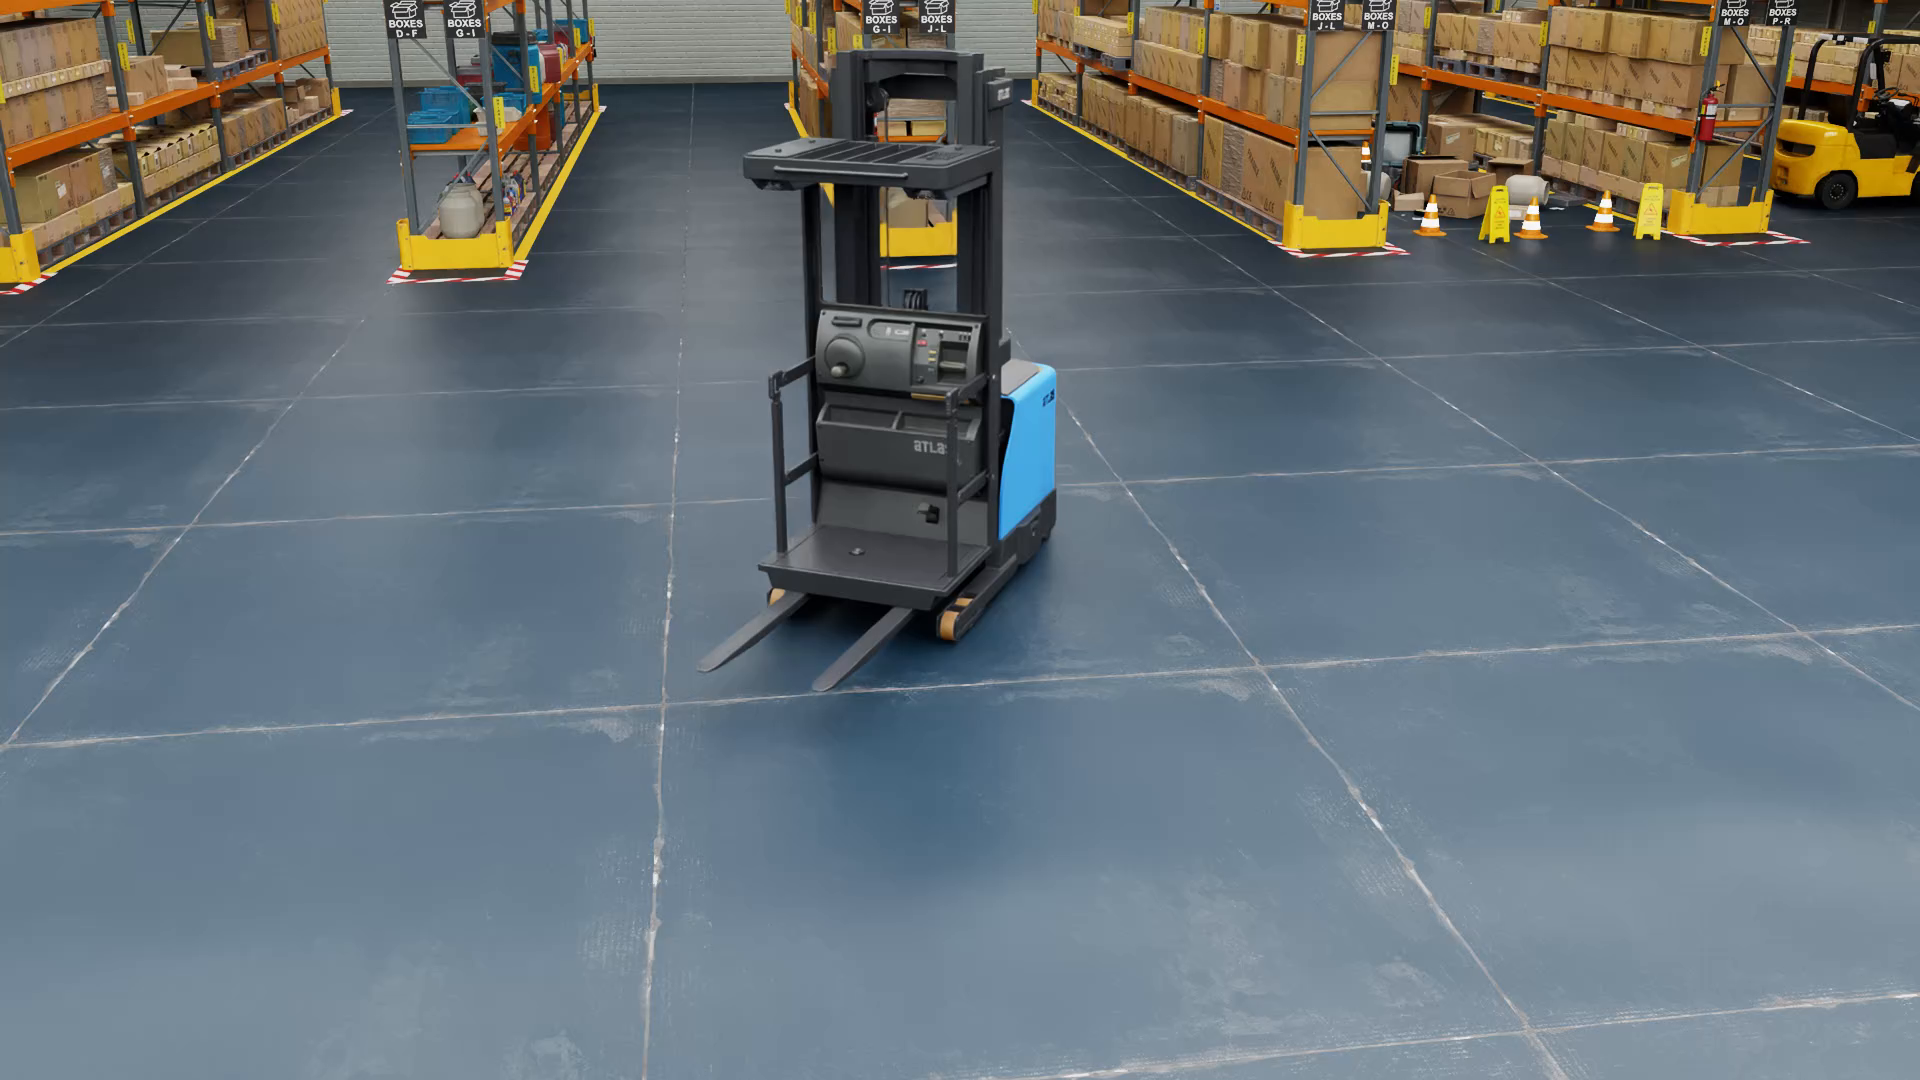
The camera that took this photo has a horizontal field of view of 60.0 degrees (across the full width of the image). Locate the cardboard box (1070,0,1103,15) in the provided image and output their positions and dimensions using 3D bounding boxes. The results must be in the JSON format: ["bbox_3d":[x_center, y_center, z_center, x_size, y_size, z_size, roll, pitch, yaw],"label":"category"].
[{"bbox_3d":[2.300,-9.822,30.229,0.500,0.500,0.500,-4,21,-10],"label":"cardboard box"}]

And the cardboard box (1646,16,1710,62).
[{"bbox_3d":[8.894,-6.144,20.382,0.700,0.500,0.500,-3,21,-7],"label":"cardboard box"}]

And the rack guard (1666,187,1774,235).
[{"bbox_3d":[9.238,-4.003,20.220,1.175,0.500,0.348,-3,21,-8],"label":"rack guard"}]

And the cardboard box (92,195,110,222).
[{"bbox_3d":[-10.505,-3.948,19.829,0.500,0.250,0.500,-3,21,-8],"label":"cardboard box"}]

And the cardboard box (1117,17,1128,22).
[{"bbox_3d":[2.962,-9.064,29.106,0.380,0.149,0.250,-4,21,-9],"label":"cardboard box"}]

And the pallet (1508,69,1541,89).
[{"bbox_3d":[8.707,-6.715,24.182,1.003,0.211,1.213,-3,21,-8],"label":"pallet"}]

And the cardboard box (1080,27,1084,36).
[{"bbox_3d":[2.314,-8.898,29.086,0.380,0.149,0.250,-2,21,-6],"label":"cardboard box"}]

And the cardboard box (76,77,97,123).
[{"bbox_3d":[-10.784,-5.246,19.832,0.700,0.500,0.500,-3,21,-8],"label":"cardboard box"}]

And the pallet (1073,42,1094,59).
[{"bbox_3d":[2.602,-8.656,29.380,1.003,0.211,1.213,-3,21,-8],"label":"pallet"}]

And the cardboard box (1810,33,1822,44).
[{"bbox_3d":[13.132,-7.596,25.198,0.380,0.149,0.250,-3,21,-9],"label":"cardboard box"}]

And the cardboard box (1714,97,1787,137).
[{"bbox_3d":[13.084,-7.037,27.564,0.875,0.625,0.625,-2,21,-6],"label":"cardboard box"}]

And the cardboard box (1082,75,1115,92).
[{"bbox_3d":[2.481,-8.126,29.586,0.500,0.250,0.500,-4,21,-10],"label":"cardboard box"}]

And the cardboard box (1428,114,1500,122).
[{"bbox_3d":[8.168,-6.687,26.990,0.950,0.372,0.625,-4,21,-11],"label":"cardboard box"}]

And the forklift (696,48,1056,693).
[{"bbox_3d":[-0.408,-0.998,8.699,1.130,2.935,3.031,8,22,19],"label":"forklift"}]

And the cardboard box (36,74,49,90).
[{"bbox_3d":[-10.392,-5.093,18.495,0.380,0.149,0.250,-3,21,-8],"label":"cardboard box"}]

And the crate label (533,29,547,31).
[{"bbox_3d":[-8.055,-9.786,32.283,0.416,0.233,0.303,-3,21,-8],"label":"crate label"}]

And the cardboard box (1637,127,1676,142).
[{"bbox_3d":[8.757,-5.100,20.914,0.380,0.149,0.250,-2,21,-6],"label":"cardboard box"}]

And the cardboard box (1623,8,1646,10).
[{"bbox_3d":[12.279,-9.619,30.941,0.700,0.500,0.500,-2,21,-6],"label":"cardboard box"}]

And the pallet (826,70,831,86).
[{"bbox_3d":[-1.384,-6.645,23.994,1.003,0.211,1.213,-3,21,-8],"label":"pallet"}]

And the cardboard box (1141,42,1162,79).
[{"bbox_3d":[3.086,-7.335,25.425,0.500,0.500,0.500,-3,21,-8],"label":"cardboard box"}]

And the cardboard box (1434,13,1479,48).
[{"bbox_3d":[7.932,-8.133,26.537,0.500,0.500,0.500,-4,21,-9],"label":"cardboard box"}]

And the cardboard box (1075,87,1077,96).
[{"bbox_3d":[2.327,-8.268,30.690,0.380,0.149,0.250,-2,21,-6],"label":"cardboard box"}]

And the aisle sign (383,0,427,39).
[{"bbox_3d":[-5.742,-5.576,17.144,0.394,0.787,0.004,-3,21,-8],"label":"aisle sign"}]

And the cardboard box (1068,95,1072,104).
[{"bbox_3d":[2.225,-8.205,30.946,0.380,0.149,0.250,-4,21,-10],"label":"cardboard box"}]

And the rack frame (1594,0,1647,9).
[{"bbox_3d":[12.431,-9.554,31.510,1.000,3.000,0.127,-3,21,-8],"label":"rack frame"}]

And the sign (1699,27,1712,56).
[{"bbox_3d":[8.697,-5.817,19.398,0.100,0.325,0.005,-3,21,-8],"label":"sign"}]

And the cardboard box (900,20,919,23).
[{"bbox_3d":[-0.505,-5.853,19.604,0.500,0.500,0.500,-3,21,-8],"label":"cardboard box"}]

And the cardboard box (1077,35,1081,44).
[{"bbox_3d":[2.283,-8.842,29.361,0.380,0.149,0.250,-3,21,-7],"label":"cardboard box"}]

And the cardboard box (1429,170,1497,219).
[{"bbox_3d":[6.491,-4.459,21.436,0.637,0.503,0.797,17,27,39],"label":"cardboard box"}]

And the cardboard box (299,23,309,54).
[{"bbox_3d":[-12.116,-9.068,30.065,0.500,0.500,0.500,-3,21,-9],"label":"cardboard box"}]

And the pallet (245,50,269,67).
[{"bbox_3d":[-12.083,-7.933,27.442,1.003,0.211,1.213,-3,21,-8],"label":"pallet"}]

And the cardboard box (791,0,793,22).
[{"bbox_3d":[-2.989,-10.255,32.104,0.500,0.500,0.500,-3,21,-9],"label":"cardboard box"}]

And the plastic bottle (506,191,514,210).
[{"bbox_3d":[-5.461,-4.088,20.146,0.097,0.271,0.097,0,20,0],"label":"plastic bottle"}]

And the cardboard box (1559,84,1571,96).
[{"bbox_3d":[8.489,-6.205,22.902,0.380,0.149,0.250,-2,21,-6],"label":"cardboard box"}]

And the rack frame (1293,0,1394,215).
[{"bbox_3d":[4.366,-4.863,18.950,1.000,3.000,0.127,-3,21,-8],"label":"rack frame"}]

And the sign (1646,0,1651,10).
[{"bbox_3d":[12.980,-10.126,31.386,0.100,0.325,0.005,-3,21,-8],"label":"sign"}]

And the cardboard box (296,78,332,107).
[{"bbox_3d":[-12.345,-8.549,31.762,0.500,0.500,0.500,-3,21,-8],"label":"cardboard box"}]

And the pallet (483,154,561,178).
[{"bbox_3d":[-6.538,-5.592,24.886,1.003,0.211,1.213,-3,21,-8],"label":"pallet"}]

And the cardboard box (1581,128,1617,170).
[{"bbox_3d":[8.653,-5.211,22.138,0.500,0.500,0.500,-2,21,-5],"label":"cardboard box"}]

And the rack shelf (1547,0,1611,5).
[{"bbox_3d":[8.385,-8.294,24.876,1.077,0.370,4.000,-3,21,-8],"label":"rack shelf"}]

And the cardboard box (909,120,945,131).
[{"bbox_3d":[-0.379,-4.729,18.949,0.380,0.149,0.250,-3,21,-8],"label":"cardboard box"}]

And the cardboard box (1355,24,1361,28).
[{"bbox_3d":[7.407,-9.121,29.850,0.500,0.250,0.500,-3,21,-7],"label":"cardboard box"}]

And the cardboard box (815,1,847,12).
[{"bbox_3d":[-1.994,-8.646,27.502,0.797,0.503,0.637,-2,21,-6],"label":"cardboard box"}]

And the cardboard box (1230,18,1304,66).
[{"bbox_3d":[3.944,-6.316,21.083,0.875,0.550,0.550,-3,21,-8],"label":"cardboard box"}]

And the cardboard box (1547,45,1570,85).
[{"bbox_3d":[8.460,-6.553,22.905,0.500,0.500,0.500,-3,21,-8],"label":"cardboard box"}]

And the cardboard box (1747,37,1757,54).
[{"bbox_3d":[12.901,-7.994,26.832,0.500,0.250,0.500,-2,21,-6],"label":"cardboard box"}]

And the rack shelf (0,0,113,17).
[{"bbox_3d":[-10.649,-5.910,18.495,1.077,0.370,4.000,-3,21,-8],"label":"rack shelf"}]

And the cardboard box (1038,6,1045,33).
[{"bbox_3d":[1.851,-10.420,33.259,0.500,0.500,0.500,-2,21,-5],"label":"cardboard box"}]

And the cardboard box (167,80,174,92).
[{"bbox_3d":[-11.274,-6.363,23.325,0.380,0.149,0.250,-1,21,-4],"label":"cardboard box"}]

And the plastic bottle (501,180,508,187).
[{"bbox_3d":[-5.772,-4.422,21.034,0.152,0.276,0.135,-3,21,-8],"label":"plastic bottle"}]

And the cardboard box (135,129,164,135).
[{"bbox_3d":[-11.645,-5.713,23.755,0.500,0.311,0.500,-3,21,-9],"label":"cardboard box"}]

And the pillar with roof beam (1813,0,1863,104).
[{"bbox_3d":[9.827,-10.357,25.084,9.100,9.000,0.400,-3,21,-8],"label":"pillar with roof beam"}]

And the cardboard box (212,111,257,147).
[{"bbox_3d":[-11.445,-6.482,26.227,0.500,0.500,0.500,-3,21,-8],"label":"cardboard box"}]

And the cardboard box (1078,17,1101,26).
[{"bbox_3d":[2.284,-9.120,29.256,0.380,0.149,0.250,-2,21,-6],"label":"cardboard box"}]
